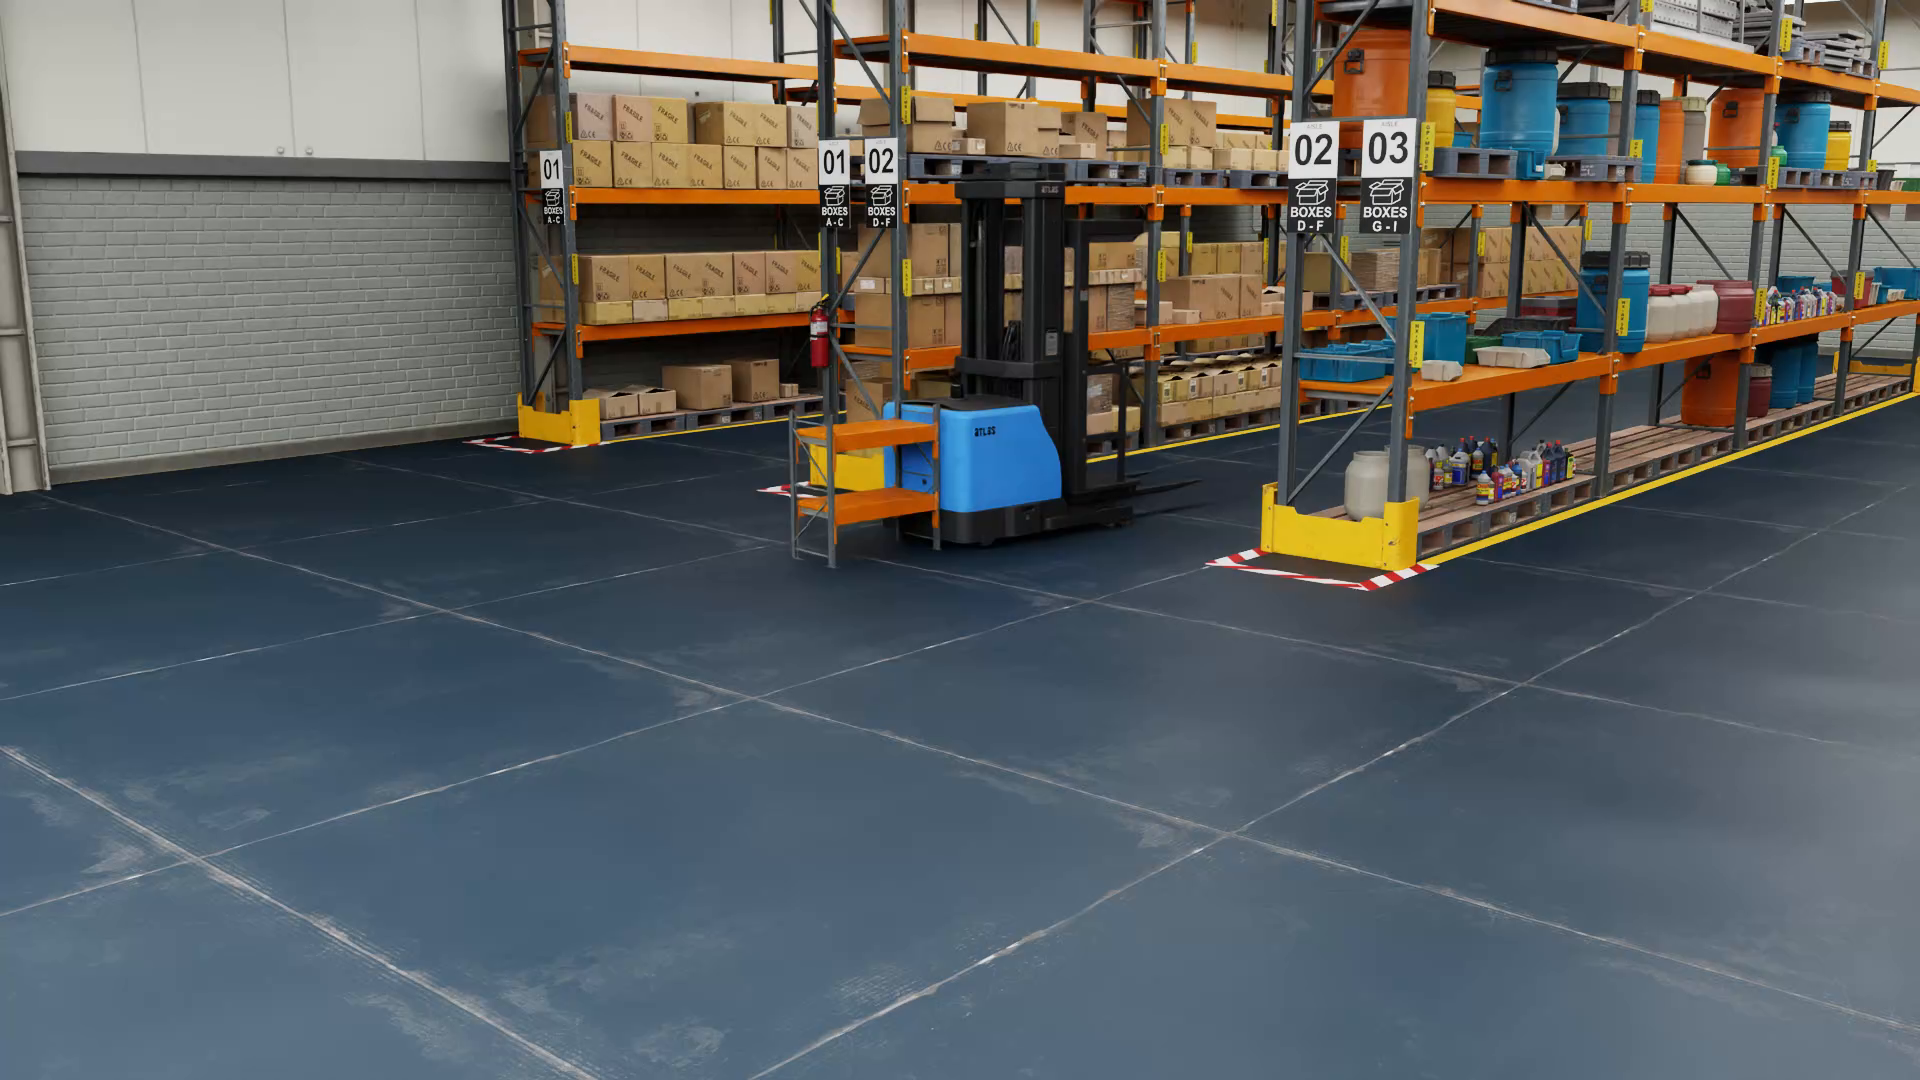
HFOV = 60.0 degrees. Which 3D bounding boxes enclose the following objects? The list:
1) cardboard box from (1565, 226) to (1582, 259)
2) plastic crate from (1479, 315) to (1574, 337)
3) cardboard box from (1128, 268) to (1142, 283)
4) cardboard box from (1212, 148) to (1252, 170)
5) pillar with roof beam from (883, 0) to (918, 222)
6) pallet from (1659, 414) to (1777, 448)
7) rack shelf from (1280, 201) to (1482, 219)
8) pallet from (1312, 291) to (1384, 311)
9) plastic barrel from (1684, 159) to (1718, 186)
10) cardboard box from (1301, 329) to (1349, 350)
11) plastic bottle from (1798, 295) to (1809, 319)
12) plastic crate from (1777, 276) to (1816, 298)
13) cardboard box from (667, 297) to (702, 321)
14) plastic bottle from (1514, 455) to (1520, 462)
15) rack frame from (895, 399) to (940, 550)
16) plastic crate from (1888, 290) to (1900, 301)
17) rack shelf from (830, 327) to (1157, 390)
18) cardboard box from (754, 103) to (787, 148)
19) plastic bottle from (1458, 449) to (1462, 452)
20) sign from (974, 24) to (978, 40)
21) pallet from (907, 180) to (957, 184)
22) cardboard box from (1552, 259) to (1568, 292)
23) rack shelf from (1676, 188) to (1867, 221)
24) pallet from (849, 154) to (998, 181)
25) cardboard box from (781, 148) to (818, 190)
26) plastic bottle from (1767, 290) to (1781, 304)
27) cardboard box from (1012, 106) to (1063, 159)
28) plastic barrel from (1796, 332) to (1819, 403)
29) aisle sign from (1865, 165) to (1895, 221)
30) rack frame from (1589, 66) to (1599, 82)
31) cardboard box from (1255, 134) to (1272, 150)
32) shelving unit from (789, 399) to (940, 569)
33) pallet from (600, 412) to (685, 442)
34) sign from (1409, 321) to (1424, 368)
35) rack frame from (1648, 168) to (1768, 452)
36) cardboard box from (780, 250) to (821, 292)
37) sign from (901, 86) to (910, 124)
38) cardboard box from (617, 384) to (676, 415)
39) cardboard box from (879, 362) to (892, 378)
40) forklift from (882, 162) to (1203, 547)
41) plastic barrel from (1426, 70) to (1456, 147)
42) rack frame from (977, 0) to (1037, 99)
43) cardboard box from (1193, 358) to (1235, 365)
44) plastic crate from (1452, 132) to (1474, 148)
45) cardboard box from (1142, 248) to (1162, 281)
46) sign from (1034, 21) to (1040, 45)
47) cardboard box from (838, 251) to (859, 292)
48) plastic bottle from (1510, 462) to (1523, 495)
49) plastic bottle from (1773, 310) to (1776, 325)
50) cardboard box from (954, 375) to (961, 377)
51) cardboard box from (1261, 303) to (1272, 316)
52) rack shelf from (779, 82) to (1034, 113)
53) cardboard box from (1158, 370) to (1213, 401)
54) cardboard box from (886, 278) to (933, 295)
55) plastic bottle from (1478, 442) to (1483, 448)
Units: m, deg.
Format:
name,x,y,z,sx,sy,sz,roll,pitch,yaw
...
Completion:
name,x,y,z,sx,sy,sz,roll,pitch,yaw
cardboard box,9.585,-4.757,26.564,0.500,0.500,0.500,10,15,40
plastic crate,5.028,-1.822,14.832,0.767,0.338,0.504,10,15,40
cardboard box,1.732,-2.853,17.926,0.380,0.149,0.250,10,15,40
cardboard box,3.059,-4.430,19.387,0.500,0.250,0.500,8,14,36
pillar with roof beam,2.393,-6.088,20.717,9.100,9.000,0.400,10,15,40
pallet,8.598,-1.255,18.956,1.003,0.211,1.213,10,15,40
rack shelf,5.711,-4.555,22.535,1.077,0.370,4.000,10,15,40
pallet,4.786,-3.157,21.848,1.213,0.211,1.003,10,15,40
plastic barrel,7.445,-3.687,16.707,0.301,0.262,0.301,0,11,0
cardboard box,4.866,-2.677,22.298,0.500,0.250,0.500,11,15,42
plastic bottle,9.916,-2.747,19.624,0.152,0.276,0.135,10,15,40
plastic crate,10.802,-3.224,21.582,0.392,0.384,0.575,10,15,40
cardboard box,-3.380,-2.724,19.525,0.500,0.250,0.500,9,15,39
plastic bottle,4.826,-0.598,14.359,0.061,0.283,0.133,10,15,40
rack frame,-0.330,-0.510,12.893,0.032,1.125,0.500,-10,15,-41
plastic crate,12.786,-3.394,23.066,0.396,0.136,0.243,10,15,40
rack shelf,0.430,-1.907,16.935,1.077,0.370,4.000,10,15,40
cardboard box,-2.456,-5.022,20.181,0.500,0.500,0.500,11,16,43
plastic bottle,4.431,-0.671,14.756,0.097,0.271,0.097,0,11,0
sign,0.248,-7.331,24.151,0.100,0.325,0.005,10,15,40
pallet,-0.803,-4.802,22.419,1.213,0.211,1.003,10,15,40
cardboard box,9.241,-4.190,26.277,0.500,0.500,0.500,10,15,41
rack shelf,9.430,-3.914,19.325,1.077,0.370,4.000,10,15,40
pallet,-0.404,-3.493,15.611,1.003,0.211,1.213,10,15,40
cardboard box,-2.122,-4.617,20.703,0.500,0.500,0.500,10,15,42
plastic bottle,9.459,-2.726,19.326,0.144,0.351,0.185,10,15,40
cardboard box,0.569,-4.124,16.848,0.637,0.503,0.797,-10,15,-41
plastic barrel,10.378,-2.189,20.797,0.600,0.901,0.708,10,15,40
aisle sign,13.215,-5.002,23.959,0.394,0.787,0.004,10,15,40
rack frame,9.672,-7.261,26.590,1.000,3.000,0.127,10,15,40
cardboard box,4.994,-6.686,28.511,0.500,0.500,0.500,9,14,38
shelving unit,-0.709,-0.444,12.561,1.048,1.125,0.538,-10,15,-41
pallet,-4.000,-1.364,19.500,1.003,0.211,1.213,10,15,40
sign,3.239,-1.388,11.796,0.100,0.325,0.005,10,15,40
rack frame,8.109,-2.501,18.076,1.000,3.000,0.127,10,15,40
cardboard box,-2.053,-3.388,20.933,0.500,0.500,0.500,10,15,40
sign,-0.477,-3.831,14.641,0.100,0.325,0.005,10,15,40
cardboard box,-3.713,-1.676,19.687,0.500,0.311,0.500,-11,15,-43
cardboard box,-1.196,-2.376,22.710,0.700,0.500,0.500,9,15,39
forklift,0.809,-1.604,13.760,3.031,2.935,1.130,-10,15,-41
plastic barrel,3.486,-3.278,12.751,0.600,0.588,0.600,0,11,0
rack frame,0.667,-6.724,23.901,1.000,3.000,0.127,10,15,40
cardboard box,3.146,-2.083,20.496,0.500,0.311,0.500,9,15,39
plastic crate,3.861,-3.107,13.490,0.392,0.384,0.575,10,15,40
cardboard box,2.863,-4.398,26.509,0.500,0.500,0.500,10,15,41
sign,1.082,-7.152,23.458,0.100,0.325,0.005,10,15,40
cardboard box,-1.611,-3.529,21.842,0.700,0.500,0.500,10,15,41
plastic bottle,4.685,-0.523,14.016,0.097,0.271,0.097,0,11,0
plastic bottle,9.128,-2.527,18.711,0.097,0.201,0.097,0,11,0
cardboard box,0.280,-1.390,16.544,0.500,0.500,0.500,10,15,40
cardboard box,3.591,-2.824,20.334,0.250,0.149,0.380,-11,16,-43
rack shelf,-0.653,-5.881,22.537,1.077,0.370,4.000,10,15,40
cardboard box,2.545,-1.788,19.020,0.500,0.311,0.500,10,15,40
cardboard box,-0.469,-2.362,15.468,0.380,0.149,0.250,10,15,40
plastic bottle,4.736,-0.751,15.146,0.152,0.276,0.135,10,15,42
